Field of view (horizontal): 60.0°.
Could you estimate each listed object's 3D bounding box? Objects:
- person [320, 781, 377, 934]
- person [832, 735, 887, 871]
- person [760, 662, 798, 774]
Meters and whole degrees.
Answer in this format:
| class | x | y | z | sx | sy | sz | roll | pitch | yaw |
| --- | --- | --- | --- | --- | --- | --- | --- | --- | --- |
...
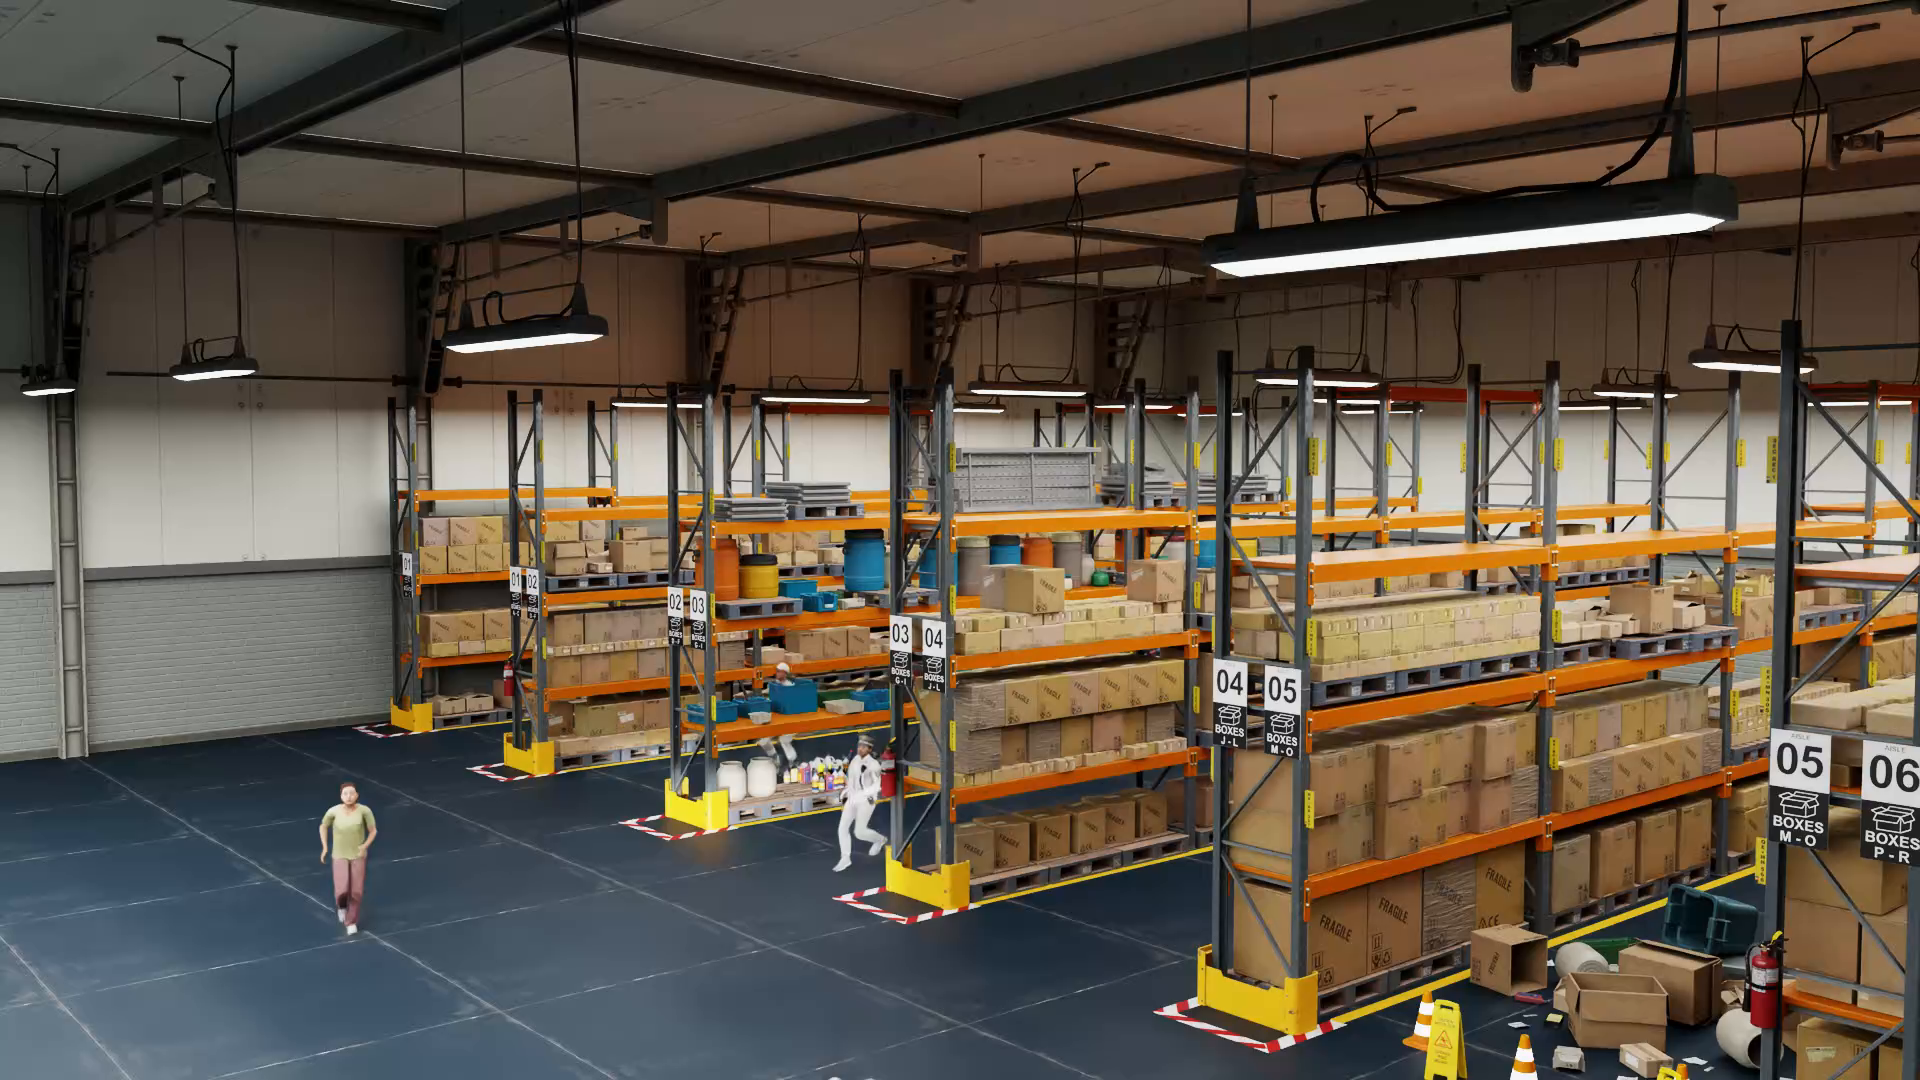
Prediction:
| class | x | y | z | sx | sy | sz | roll | pitch | yaw |
| --- | --- | --- | --- | --- | --- | --- | --- | --- | --- |
| person | -6.411 | 3.337 | 17.447 | 0.569 | 1.622 | 0.576 | -1 | 4 | -20 |
| person | -1.153 | 3.181 | 20.208 | 0.652 | 1.686 | 0.766 | 3 | 5 | 44 |
| person | -2.782 | 2.777 | 25.567 | 0.638 | 1.785 | 0.701 | 3 | 4 | 37 |
